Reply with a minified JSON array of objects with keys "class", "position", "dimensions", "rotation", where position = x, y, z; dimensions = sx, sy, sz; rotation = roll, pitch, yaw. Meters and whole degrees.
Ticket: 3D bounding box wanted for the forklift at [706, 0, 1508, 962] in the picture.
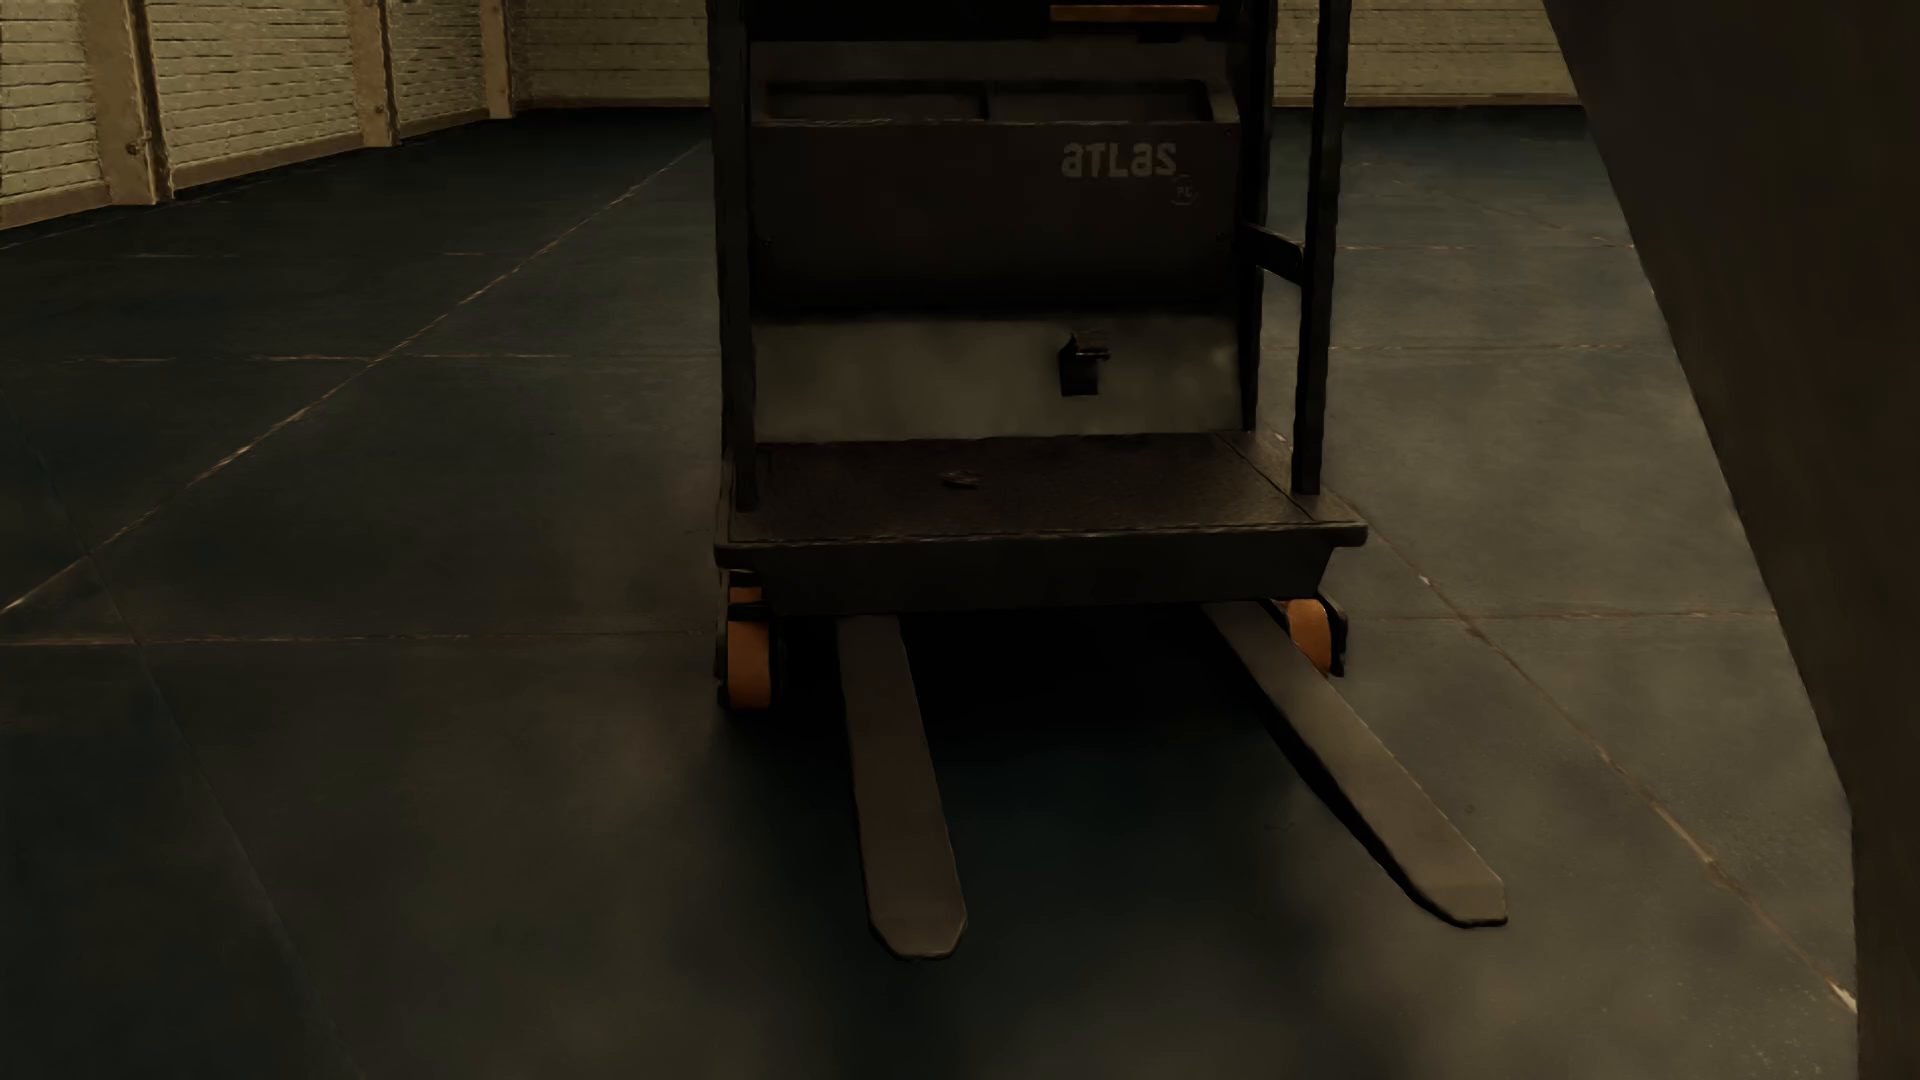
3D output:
[{"class":"forklift","position":[0.094,-1.204,2.844],"dimensions":[1.130,2.935,3.031],"rotation":[-2,17,-6]}]
